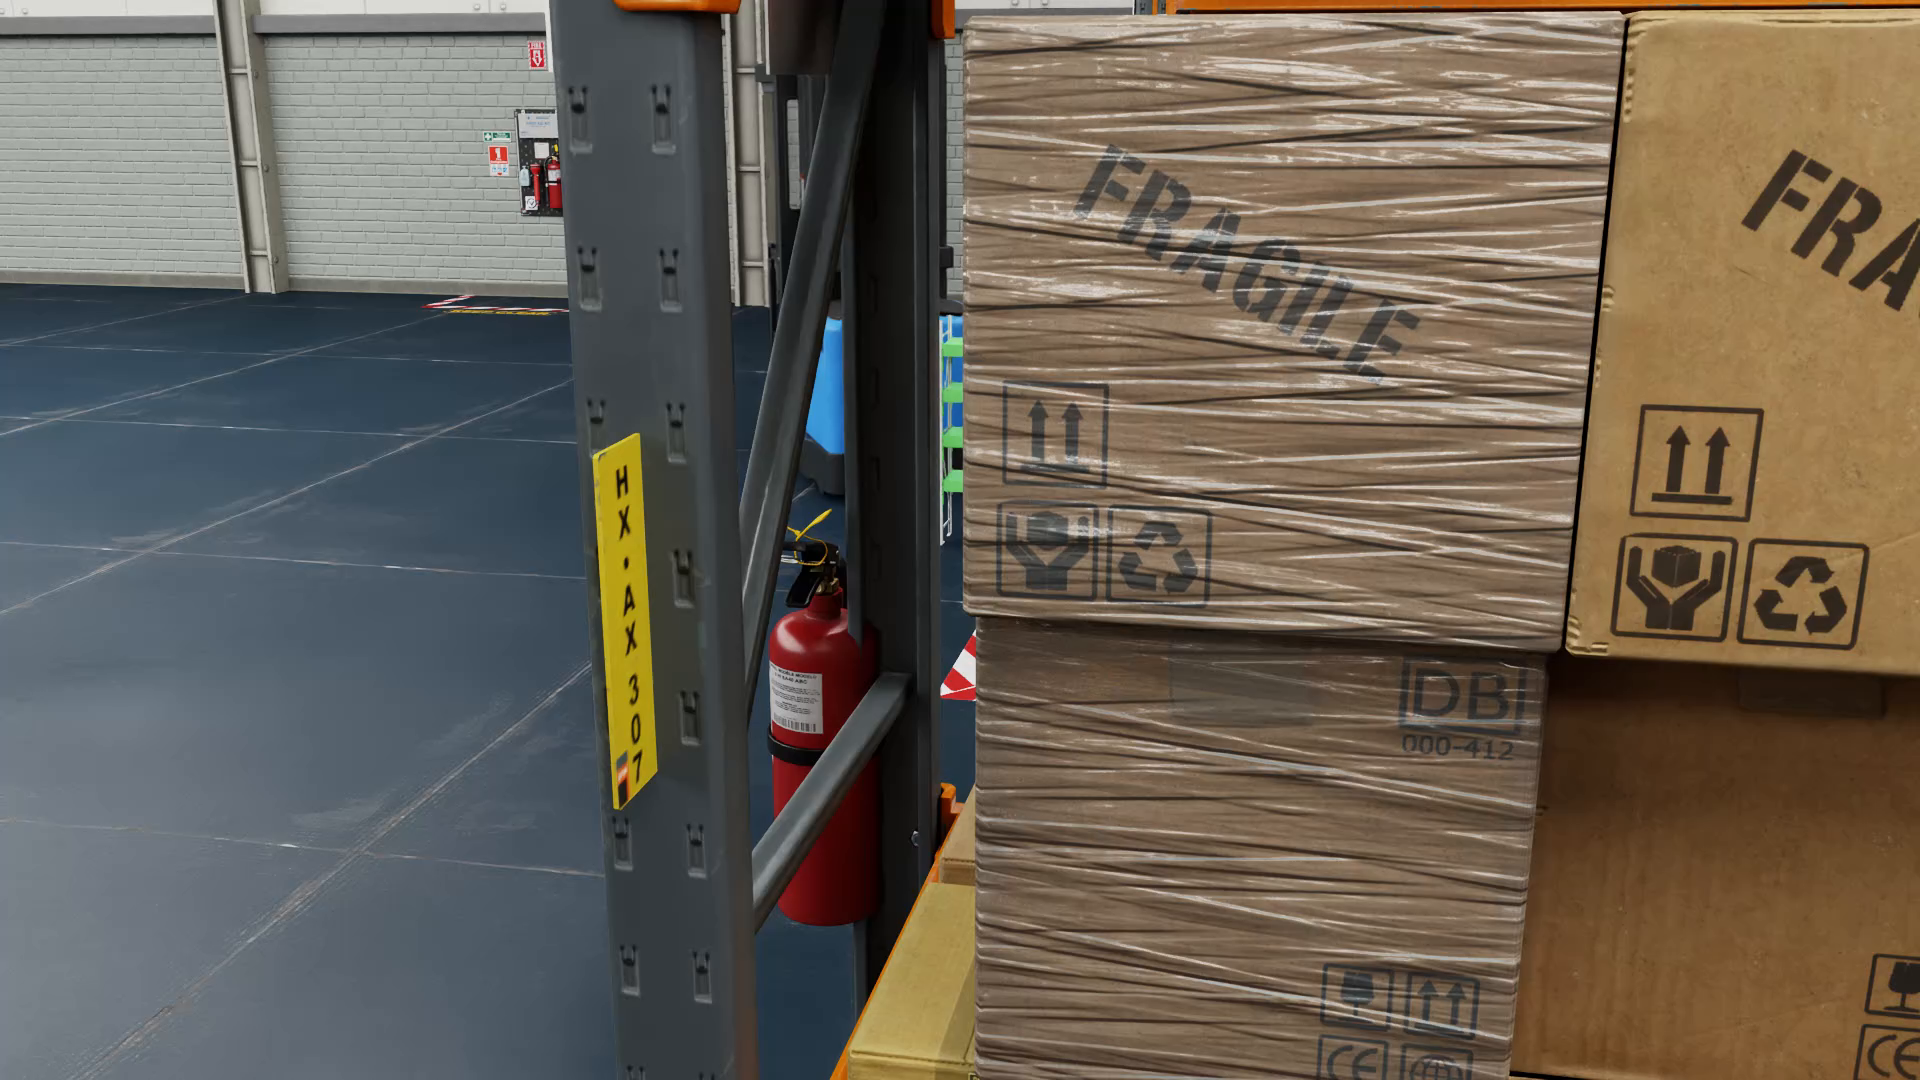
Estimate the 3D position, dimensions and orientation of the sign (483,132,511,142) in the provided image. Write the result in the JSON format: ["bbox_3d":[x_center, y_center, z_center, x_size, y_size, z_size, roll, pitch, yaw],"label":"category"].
[{"bbox_3d":[-5.182,-4.515,18.614,0.331,0.109,0.001,3,16,11],"label":"sign"}]

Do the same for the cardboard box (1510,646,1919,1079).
[{"bbox_3d":[0.859,0.188,1.949,0.500,0.500,0.875,3,16,11],"label":"cardboard box"}]

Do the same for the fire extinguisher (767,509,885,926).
[{"bbox_3d":[-0.209,0.259,2.584,0.183,0.674,0.296,3,16,11],"label":"fire extinguisher"}]

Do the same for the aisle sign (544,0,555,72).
[{"bbox_3d":[-0.309,-0.830,1.498,0.004,0.787,0.394,3,16,11],"label":"aisle sign"}]

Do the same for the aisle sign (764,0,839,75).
[{"bbox_3d":[-0.190,-0.987,2.065,0.004,0.787,0.394,3,16,11],"label":"aisle sign"}]

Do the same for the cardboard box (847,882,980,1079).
[{"bbox_3d":[0.043,0.547,1.870,0.250,0.149,0.380,3,16,11],"label":"cardboard box"}]

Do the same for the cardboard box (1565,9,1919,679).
[{"bbox_3d":[0.784,-0.196,1.464,0.500,0.500,0.500,3,16,11],"label":"cardboard box"}]

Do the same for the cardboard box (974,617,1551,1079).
[{"bbox_3d":[0.345,0.193,1.932,0.500,0.500,0.875,3,16,11],"label":"cardboard box"}]

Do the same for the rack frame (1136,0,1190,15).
[{"bbox_3d":[0.798,-0.948,6.794,0.127,3.000,1.000,3,16,11],"label":"rack frame"}]

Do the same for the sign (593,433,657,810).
[{"bbox_3d":[-0.297,0.073,1.488,0.005,0.325,0.100,3,16,11],"label":"sign"}]

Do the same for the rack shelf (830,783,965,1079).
[{"bbox_3d":[1.771,0.801,1.828,4.000,0.370,1.077,3,16,11],"label":"rack shelf"}]

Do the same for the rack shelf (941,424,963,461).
[{"bbox_3d":[0.162,-0.508,8.817,0.480,0.148,0.258,3,16,11],"label":"rack shelf"}]

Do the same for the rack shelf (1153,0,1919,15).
[{"bbox_3d":[2.758,-1.940,6.105,4.000,0.370,1.077,3,16,11],"label":"rack shelf"}]

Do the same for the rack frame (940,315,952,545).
[{"bbox_3d":[-0.077,-0.582,8.847,0.015,1.200,0.240,3,16,11],"label":"rack frame"}]

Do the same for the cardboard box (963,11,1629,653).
[{"bbox_3d":[0.296,-0.225,1.567,0.500,0.500,0.500,3,16,11],"label":"cardboard box"}]

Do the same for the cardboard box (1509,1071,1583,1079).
[{"bbox_3d":[0.526,0.582,1.742,0.250,0.149,0.380,3,16,11],"label":"cardboard box"}]

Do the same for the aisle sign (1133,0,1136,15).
[{"bbox_3d":[0.669,-2.128,6.184,0.004,0.787,0.394,3,16,11],"label":"aisle sign"}]

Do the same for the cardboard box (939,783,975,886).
[{"bbox_3d":[0.132,0.430,2.290,0.250,0.149,0.380,3,16,11],"label":"cardboard box"}]

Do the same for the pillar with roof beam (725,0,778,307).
[{"bbox_3d":[-3.107,-5.812,13.118,0.400,9.000,9.100,3,16,11],"label":"pillar with roof beam"}]

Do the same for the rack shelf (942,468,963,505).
[{"bbox_3d":[0.162,-0.277,8.881,0.480,0.148,0.258,3,16,11],"label":"rack shelf"}]

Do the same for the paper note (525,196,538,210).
[{"bbox_3d":[-4.823,-3.792,18.712,0.142,0.148,0.016,3,16,11],"label":"paper note"}]

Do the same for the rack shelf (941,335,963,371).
[{"bbox_3d":[0.162,-0.970,8.689,0.480,0.148,0.258,3,16,11],"label":"rack shelf"}]

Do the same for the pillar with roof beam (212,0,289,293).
[{"bbox_3d":[-8.986,-6.132,14.271,0.400,9.000,9.100,3,16,11],"label":"pillar with roof beam"}]

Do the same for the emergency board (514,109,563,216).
[{"bbox_3d":[-4.663,-4.189,18.495,0.643,1.169,0.194,3,16,11],"label":"emergency board"}]

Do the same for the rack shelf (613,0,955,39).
[{"bbox_3d":[1.771,-0.644,1.428,4.000,0.370,1.077,3,16,11],"label":"rack shelf"}]

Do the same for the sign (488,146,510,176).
[{"bbox_3d":[-5.184,-4.263,18.694,0.234,0.329,0.001,3,16,11],"label":"sign"}]

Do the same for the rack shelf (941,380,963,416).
[{"bbox_3d":[0.162,-0.739,8.753,0.480,0.148,0.258,3,16,11],"label":"rack shelf"}]

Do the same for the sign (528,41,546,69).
[{"bbox_3d":[-4.651,-5.333,18.281,0.199,0.298,0.001,3,16,11],"label":"sign"}]

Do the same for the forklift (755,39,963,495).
[{"bbox_3d":[-0.691,-2.025,10.813,1.130,2.935,3.031,-5,16,-16],"label":"forklift"}]

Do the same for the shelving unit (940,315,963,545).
[{"bbox_3d":[0.162,-0.569,8.800,0.503,1.200,0.258,3,16,11],"label":"shelving unit"}]
